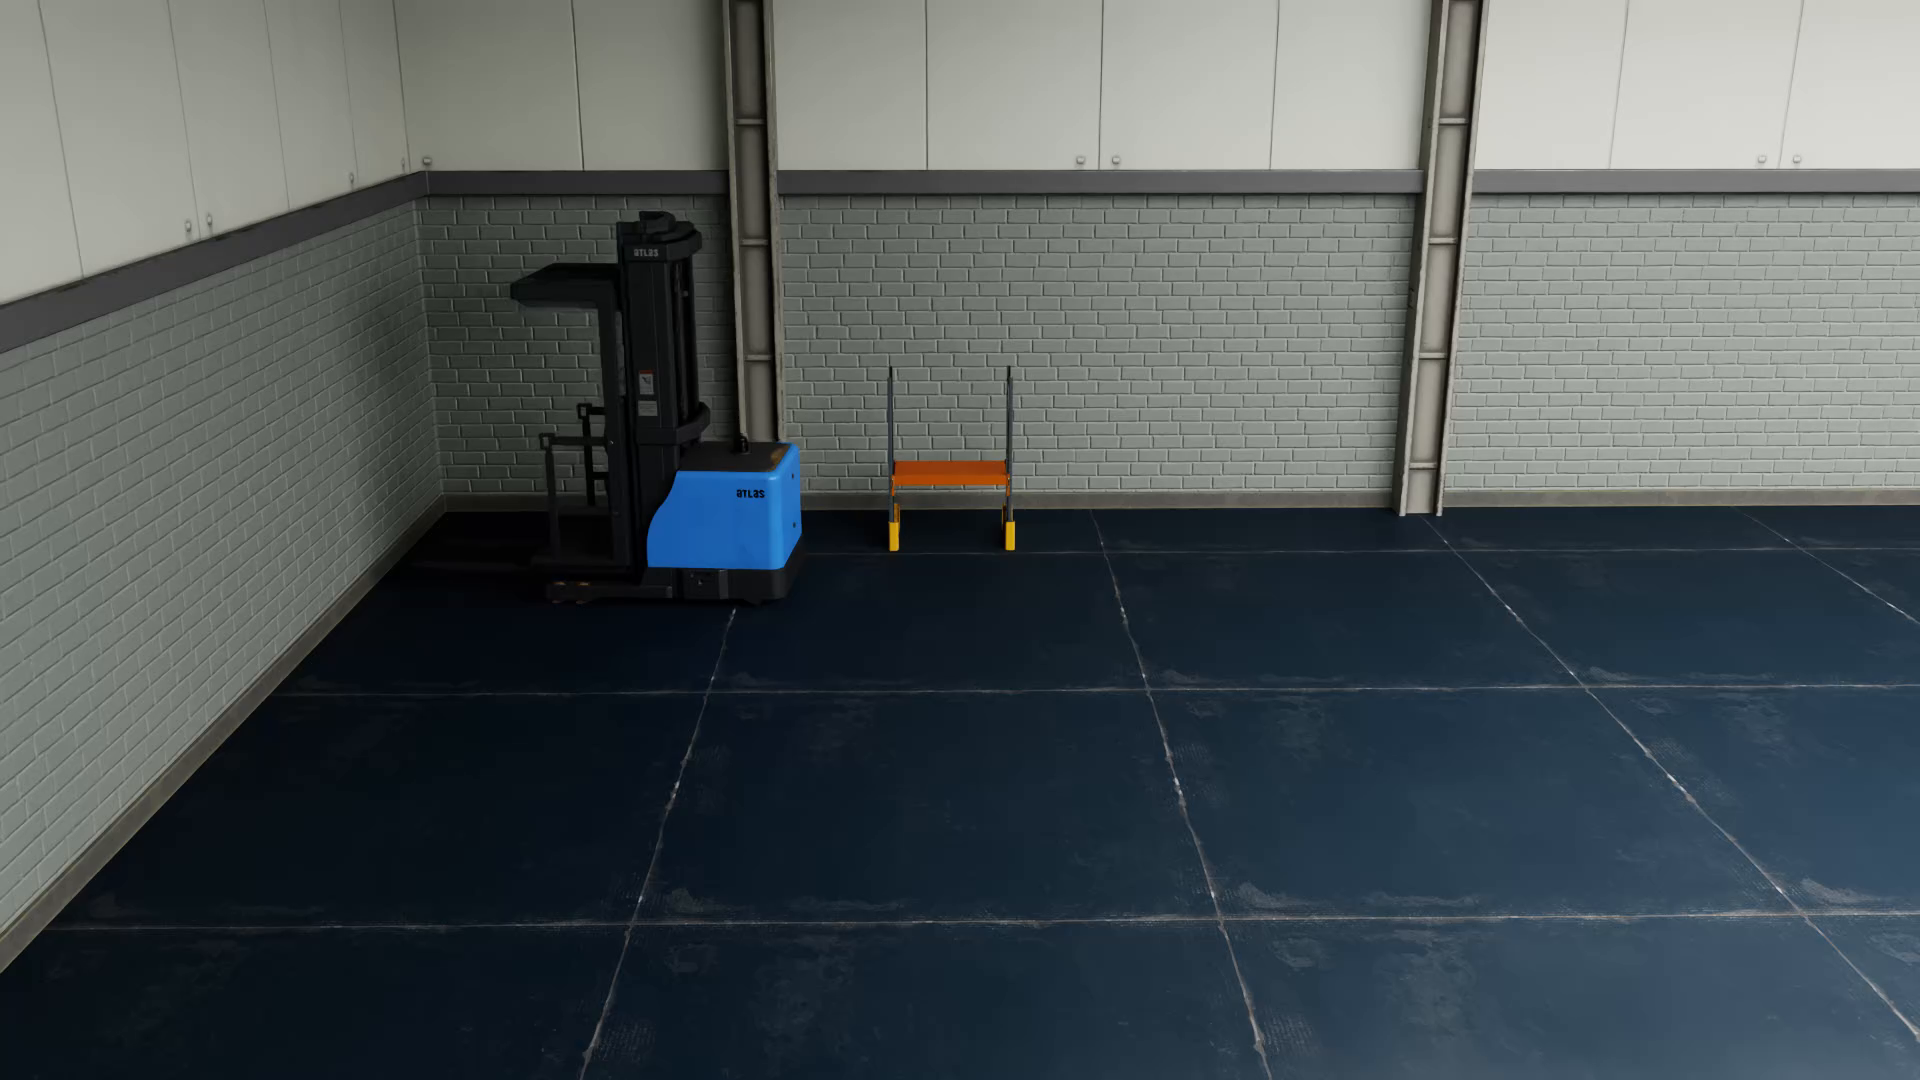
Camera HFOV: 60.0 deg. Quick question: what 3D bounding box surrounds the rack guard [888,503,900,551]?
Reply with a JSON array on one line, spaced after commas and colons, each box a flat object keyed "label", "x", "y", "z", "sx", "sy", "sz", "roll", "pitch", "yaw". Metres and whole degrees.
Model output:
[{"label": "rack guard", "x": -0.574, "y": -0.116, "z": 14.501, "sx": 0.087, "sy": 0.250, "sz": 0.587, "roll": 0, "pitch": 18, "yaw": -1}]

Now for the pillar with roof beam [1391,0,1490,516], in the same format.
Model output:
[{"label": "pillar with roof beam", "x": 4.287, "y": -3.239, "z": 9.913, "sx": 0.400, "sy": 9.000, "sz": 9.100, "roll": 0, "pitch": 18, "yaw": -1}]

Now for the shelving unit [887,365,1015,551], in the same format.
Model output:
[{"label": "shelving unit", "x": -0.076, "y": -0.714, "z": 14.317, "sx": 1.083, "sy": 1.500, "sz": 0.587, "roll": 0, "pitch": 18, "yaw": -1}]

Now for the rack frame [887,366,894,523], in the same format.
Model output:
[{"label": "rack frame", "x": -0.594, "y": -0.711, "z": 14.310, "sx": 0.032, "sy": 1.500, "sz": 0.500, "roll": 0, "pitch": 18, "yaw": -1}]

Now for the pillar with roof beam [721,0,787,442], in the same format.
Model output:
[{"label": "pillar with roof beam", "x": -1.712, "y": -3.210, "z": 9.822, "sx": 0.400, "sy": 9.000, "sz": 9.100, "roll": 0, "pitch": 18, "yaw": -1}]

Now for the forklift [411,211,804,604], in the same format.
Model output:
[{"label": "forklift", "x": -2.832, "y": -1.056, "z": 13.041, "sx": 3.031, "sy": 2.935, "sz": 1.130, "roll": 1, "pitch": 18, "yaw": 4}]

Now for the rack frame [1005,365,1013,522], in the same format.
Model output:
[{"label": "rack frame", "x": 0.423, "y": -0.716, "z": 14.325, "sx": 0.032, "sy": 1.500, "sz": 0.500, "roll": 0, "pitch": 18, "yaw": -1}]

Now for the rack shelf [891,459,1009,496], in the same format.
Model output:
[{"label": "rack shelf", "x": -0.085, "y": -0.542, "z": 14.372, "sx": 1.000, "sy": 0.185, "sz": 0.538, "roll": 0, "pitch": 18, "yaw": -1}]

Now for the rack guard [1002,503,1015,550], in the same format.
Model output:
[{"label": "rack guard", "x": 0.422, "y": -0.121, "z": 14.516, "sx": 0.087, "sy": 0.250, "sz": 0.587, "roll": 0, "pitch": 18, "yaw": -1}]
